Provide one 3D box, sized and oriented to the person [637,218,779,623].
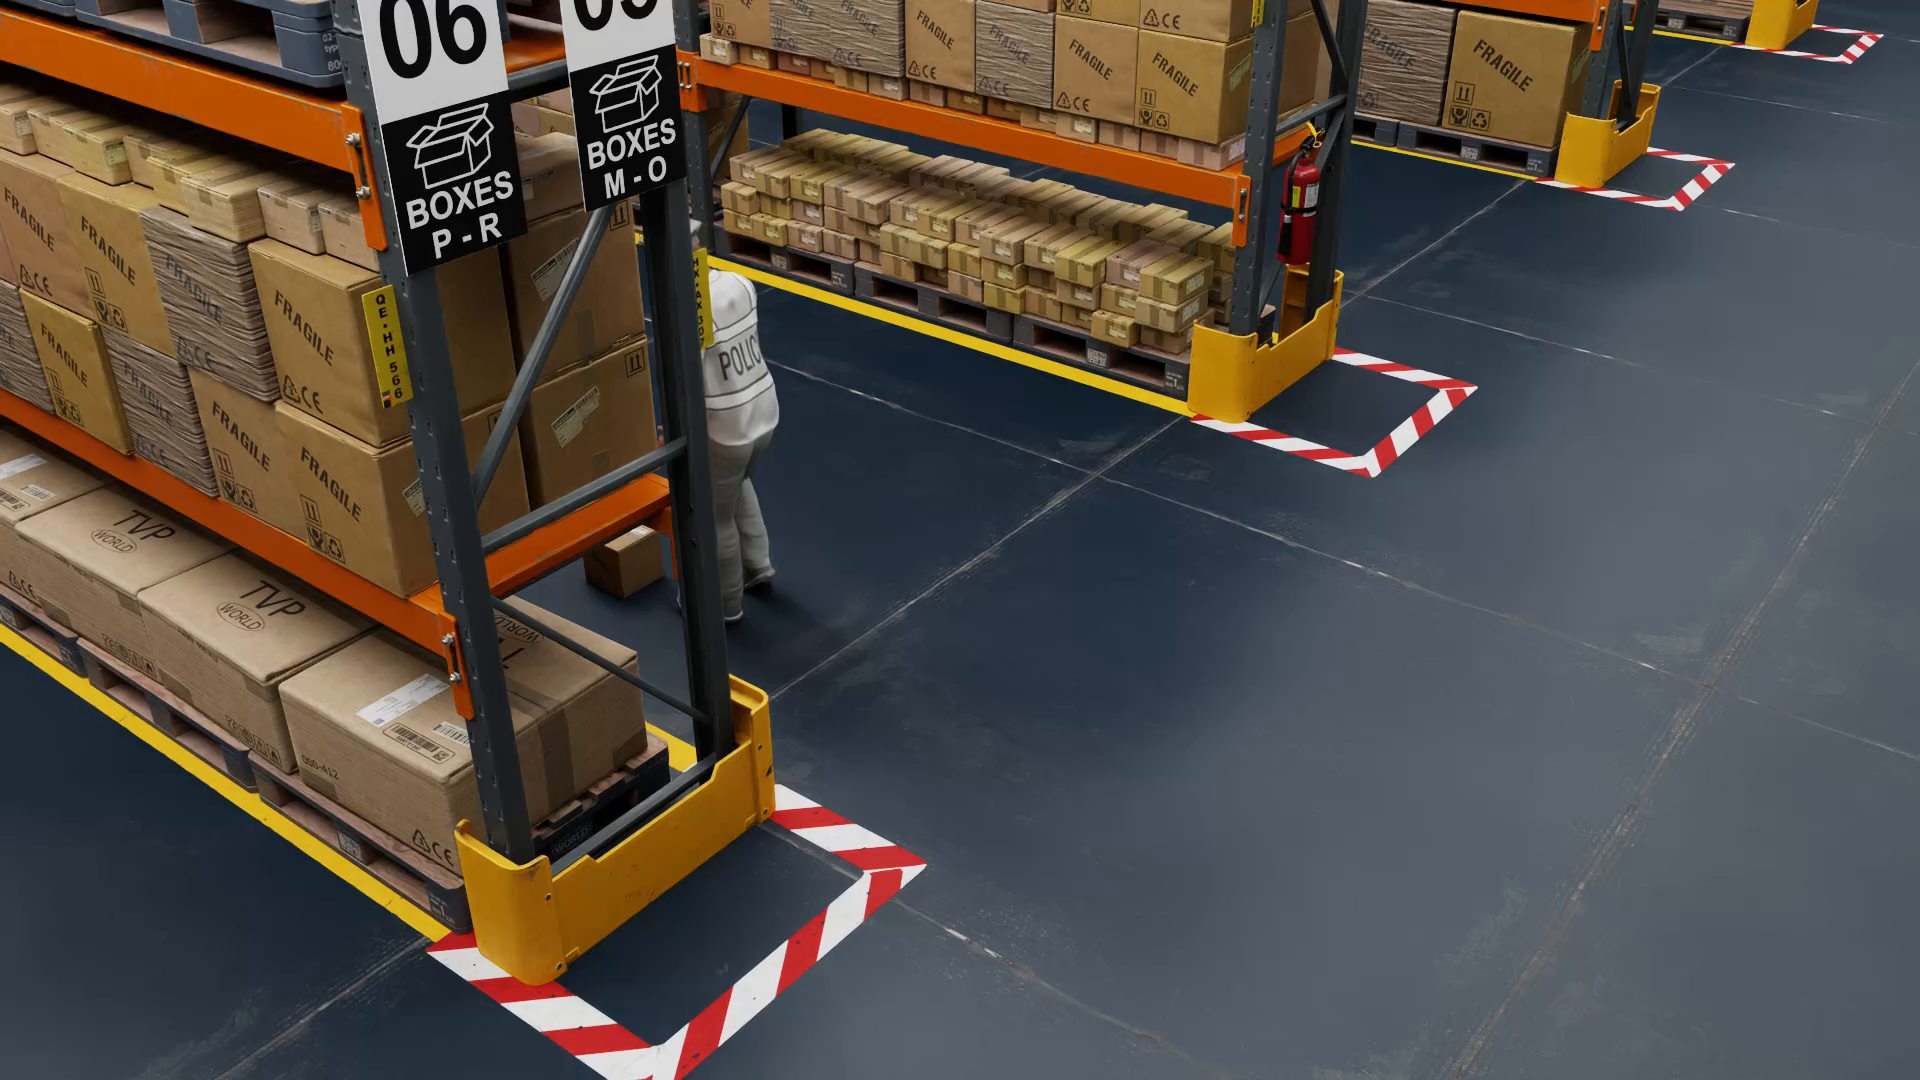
[{"bbox_3d":[-1.048,-0.448,6.933,0.595,1.807,0.551,14,34,23],"label":"person"}]
